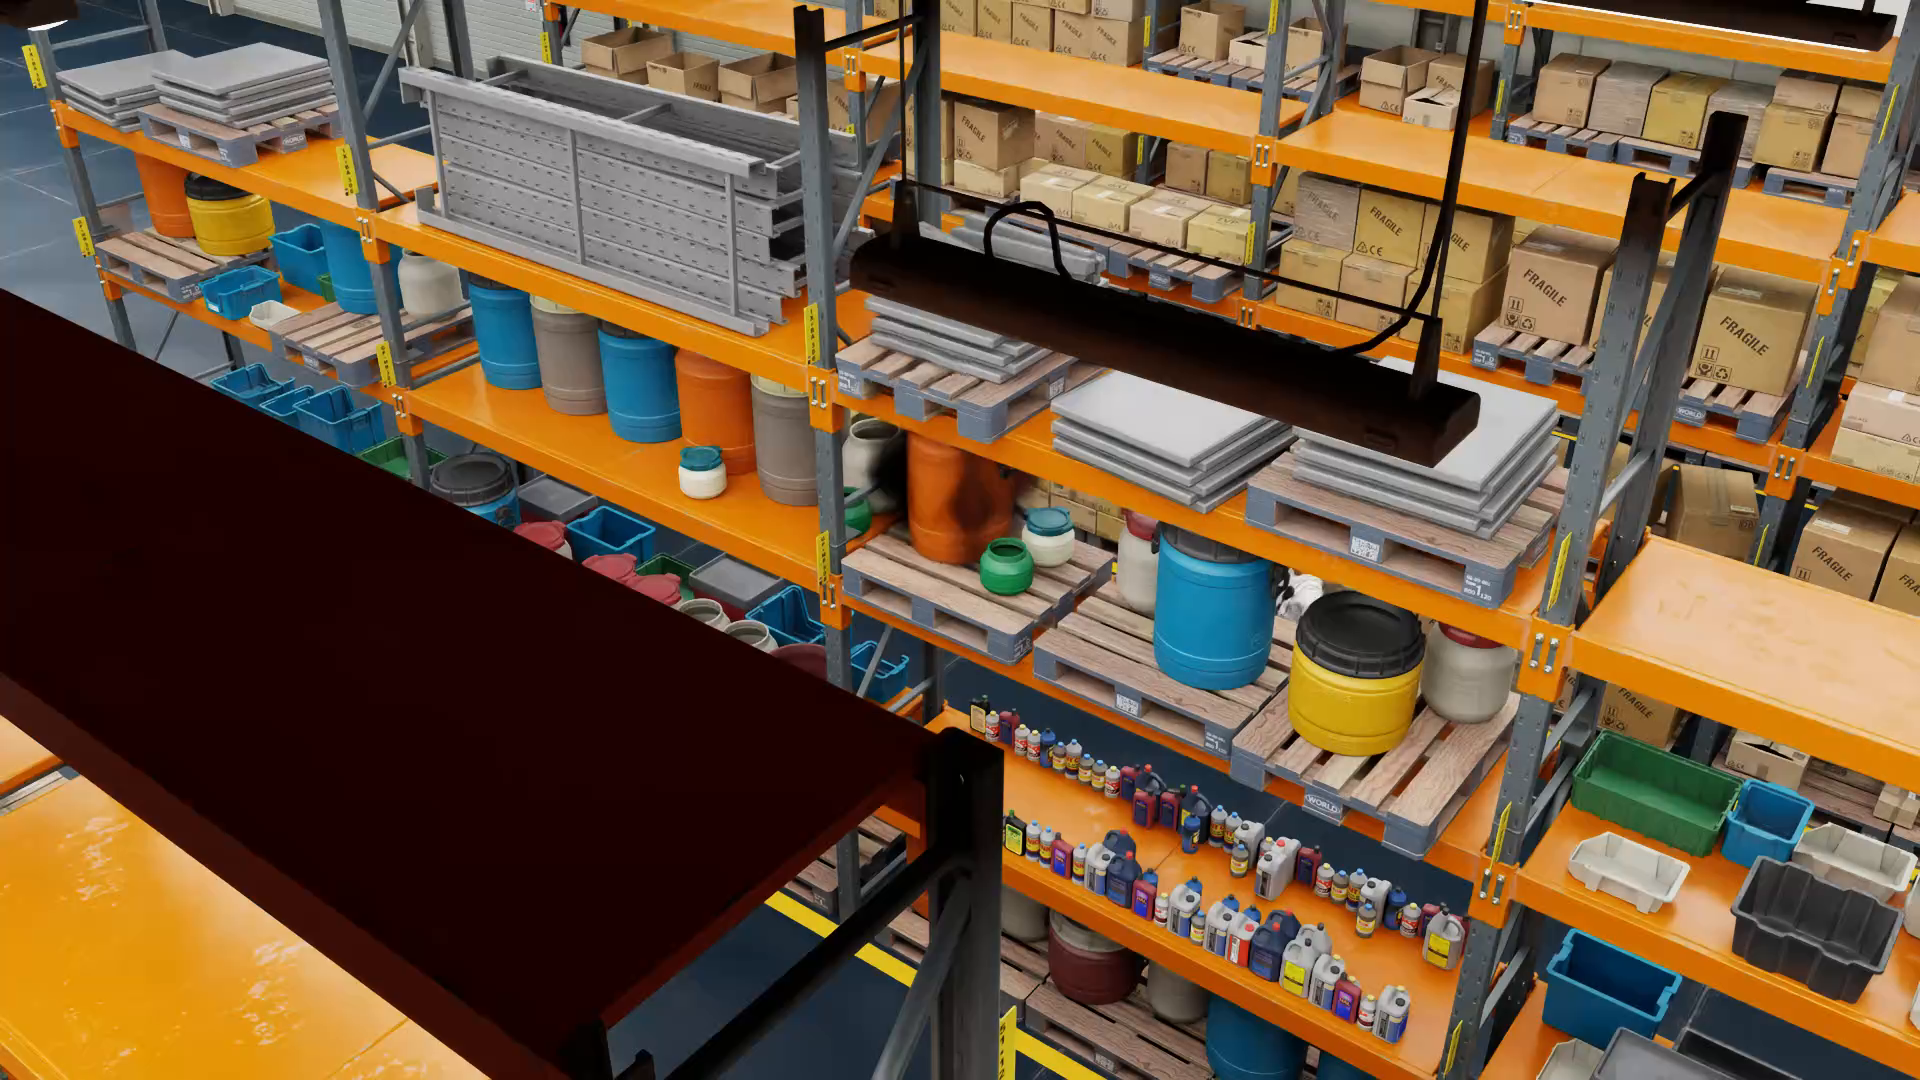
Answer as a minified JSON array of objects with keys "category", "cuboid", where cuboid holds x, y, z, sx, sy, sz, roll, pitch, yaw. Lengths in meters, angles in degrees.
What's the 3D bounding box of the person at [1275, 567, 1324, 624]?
[{"category":"person","cuboid":[2.426,0.697,12.438,1.033,1.726,0.518,16,35,25]}]
